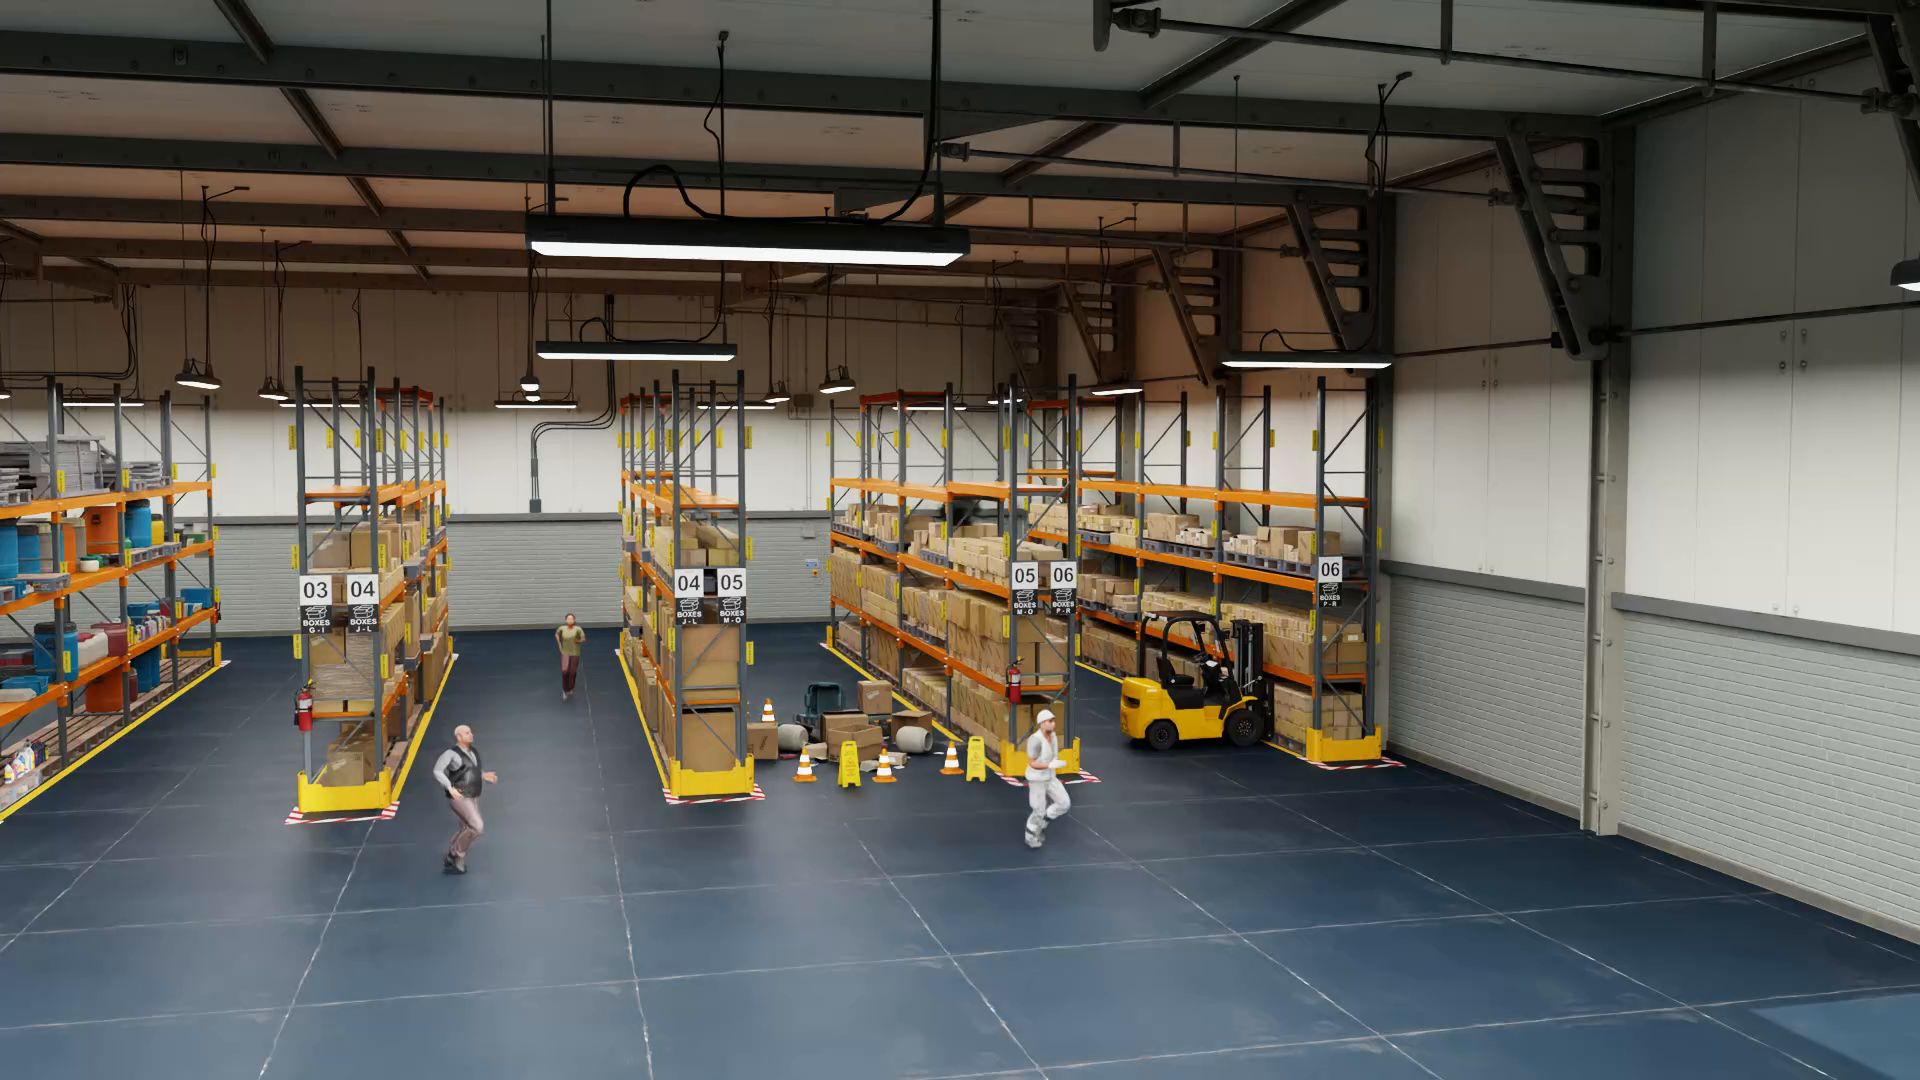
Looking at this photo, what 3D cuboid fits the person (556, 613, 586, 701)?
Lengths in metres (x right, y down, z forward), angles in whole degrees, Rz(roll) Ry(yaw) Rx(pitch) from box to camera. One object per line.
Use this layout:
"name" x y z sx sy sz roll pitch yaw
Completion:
"person" -7.555 2.256 32.297 0.561 1.675 0.751 -1 4 -15

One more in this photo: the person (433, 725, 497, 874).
"person" -5.718 2.999 19.282 0.675 1.702 0.634 1 4 14

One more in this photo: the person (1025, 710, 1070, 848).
"person" 1.057 2.912 20.206 0.726 1.726 0.704 3 4 41
